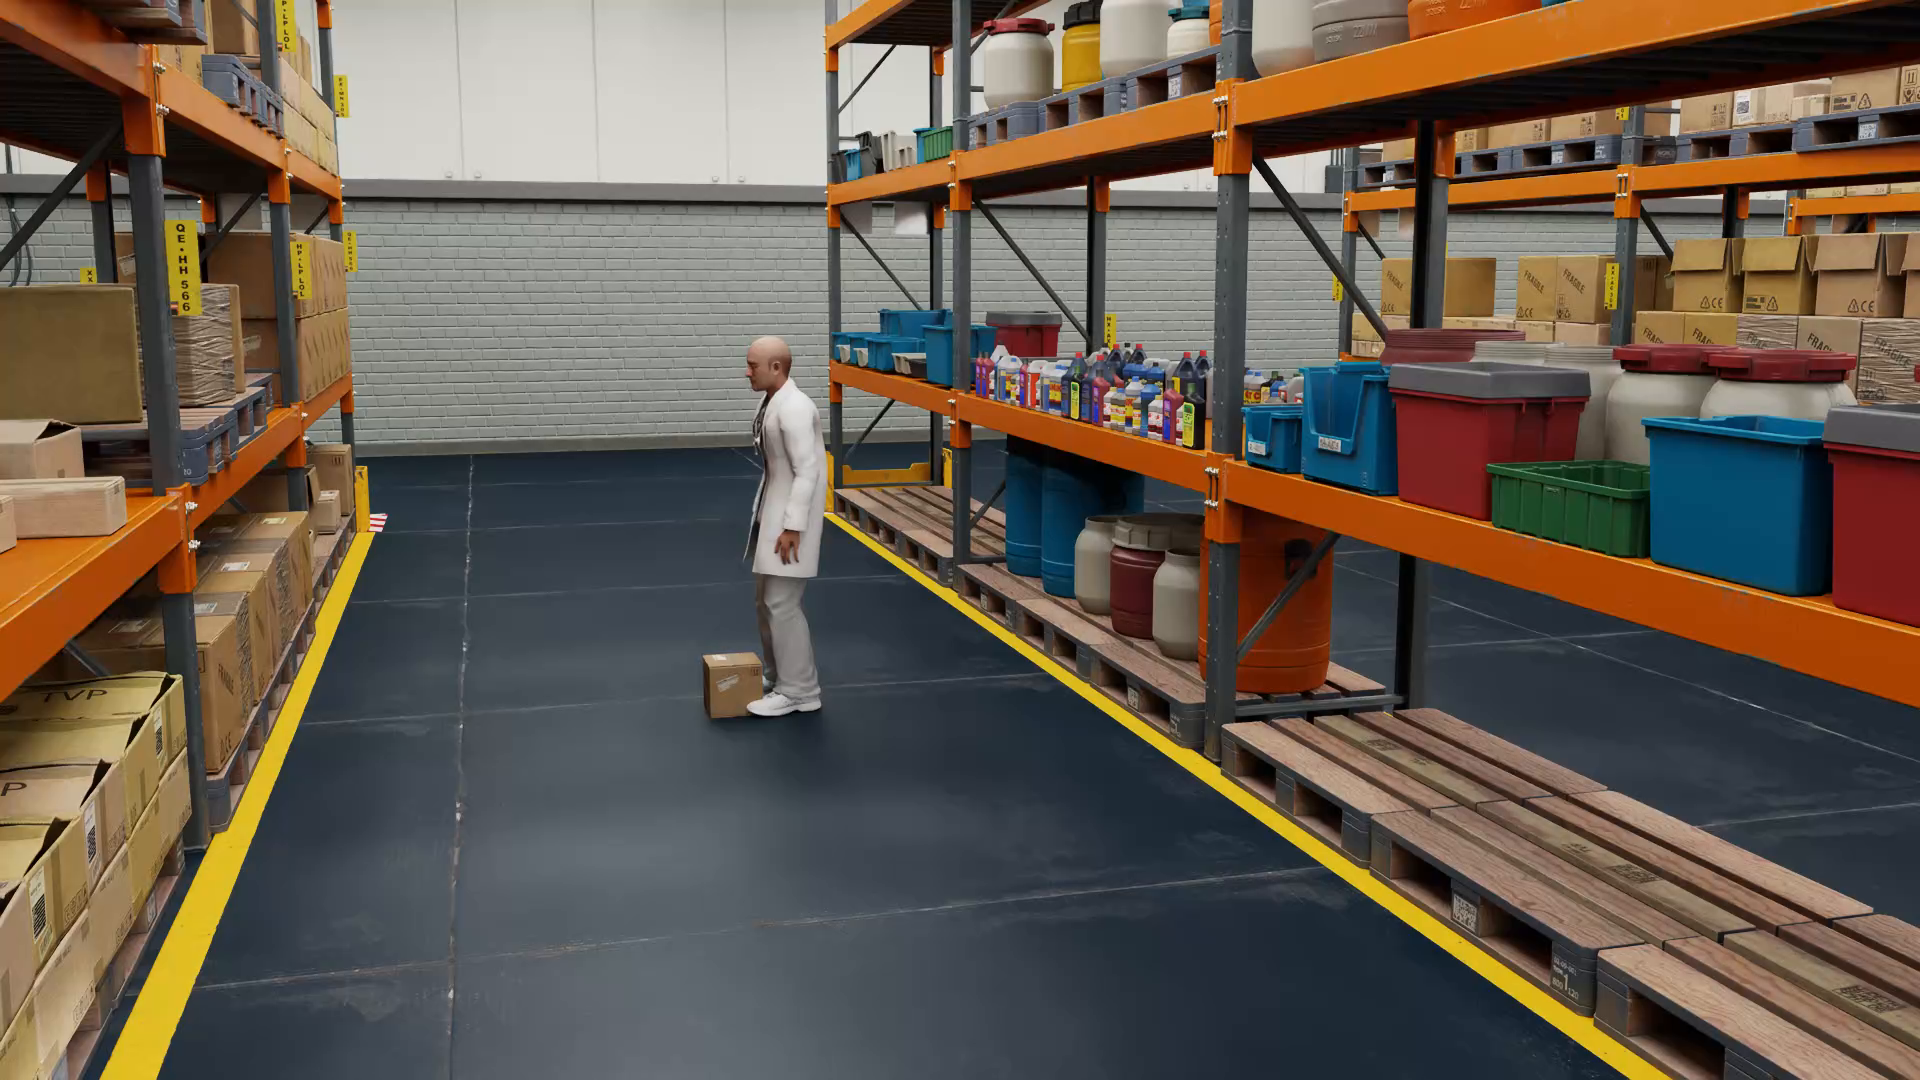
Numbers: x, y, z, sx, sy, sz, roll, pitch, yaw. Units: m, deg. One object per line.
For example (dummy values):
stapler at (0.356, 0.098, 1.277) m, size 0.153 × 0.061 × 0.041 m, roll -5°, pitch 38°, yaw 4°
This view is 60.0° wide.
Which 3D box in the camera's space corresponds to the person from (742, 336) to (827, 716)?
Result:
person at (-0.845, -0.072, 7.868) m, size 0.424 × 1.774 × 0.653 m, roll -3°, pitch 10°, yaw -19°
